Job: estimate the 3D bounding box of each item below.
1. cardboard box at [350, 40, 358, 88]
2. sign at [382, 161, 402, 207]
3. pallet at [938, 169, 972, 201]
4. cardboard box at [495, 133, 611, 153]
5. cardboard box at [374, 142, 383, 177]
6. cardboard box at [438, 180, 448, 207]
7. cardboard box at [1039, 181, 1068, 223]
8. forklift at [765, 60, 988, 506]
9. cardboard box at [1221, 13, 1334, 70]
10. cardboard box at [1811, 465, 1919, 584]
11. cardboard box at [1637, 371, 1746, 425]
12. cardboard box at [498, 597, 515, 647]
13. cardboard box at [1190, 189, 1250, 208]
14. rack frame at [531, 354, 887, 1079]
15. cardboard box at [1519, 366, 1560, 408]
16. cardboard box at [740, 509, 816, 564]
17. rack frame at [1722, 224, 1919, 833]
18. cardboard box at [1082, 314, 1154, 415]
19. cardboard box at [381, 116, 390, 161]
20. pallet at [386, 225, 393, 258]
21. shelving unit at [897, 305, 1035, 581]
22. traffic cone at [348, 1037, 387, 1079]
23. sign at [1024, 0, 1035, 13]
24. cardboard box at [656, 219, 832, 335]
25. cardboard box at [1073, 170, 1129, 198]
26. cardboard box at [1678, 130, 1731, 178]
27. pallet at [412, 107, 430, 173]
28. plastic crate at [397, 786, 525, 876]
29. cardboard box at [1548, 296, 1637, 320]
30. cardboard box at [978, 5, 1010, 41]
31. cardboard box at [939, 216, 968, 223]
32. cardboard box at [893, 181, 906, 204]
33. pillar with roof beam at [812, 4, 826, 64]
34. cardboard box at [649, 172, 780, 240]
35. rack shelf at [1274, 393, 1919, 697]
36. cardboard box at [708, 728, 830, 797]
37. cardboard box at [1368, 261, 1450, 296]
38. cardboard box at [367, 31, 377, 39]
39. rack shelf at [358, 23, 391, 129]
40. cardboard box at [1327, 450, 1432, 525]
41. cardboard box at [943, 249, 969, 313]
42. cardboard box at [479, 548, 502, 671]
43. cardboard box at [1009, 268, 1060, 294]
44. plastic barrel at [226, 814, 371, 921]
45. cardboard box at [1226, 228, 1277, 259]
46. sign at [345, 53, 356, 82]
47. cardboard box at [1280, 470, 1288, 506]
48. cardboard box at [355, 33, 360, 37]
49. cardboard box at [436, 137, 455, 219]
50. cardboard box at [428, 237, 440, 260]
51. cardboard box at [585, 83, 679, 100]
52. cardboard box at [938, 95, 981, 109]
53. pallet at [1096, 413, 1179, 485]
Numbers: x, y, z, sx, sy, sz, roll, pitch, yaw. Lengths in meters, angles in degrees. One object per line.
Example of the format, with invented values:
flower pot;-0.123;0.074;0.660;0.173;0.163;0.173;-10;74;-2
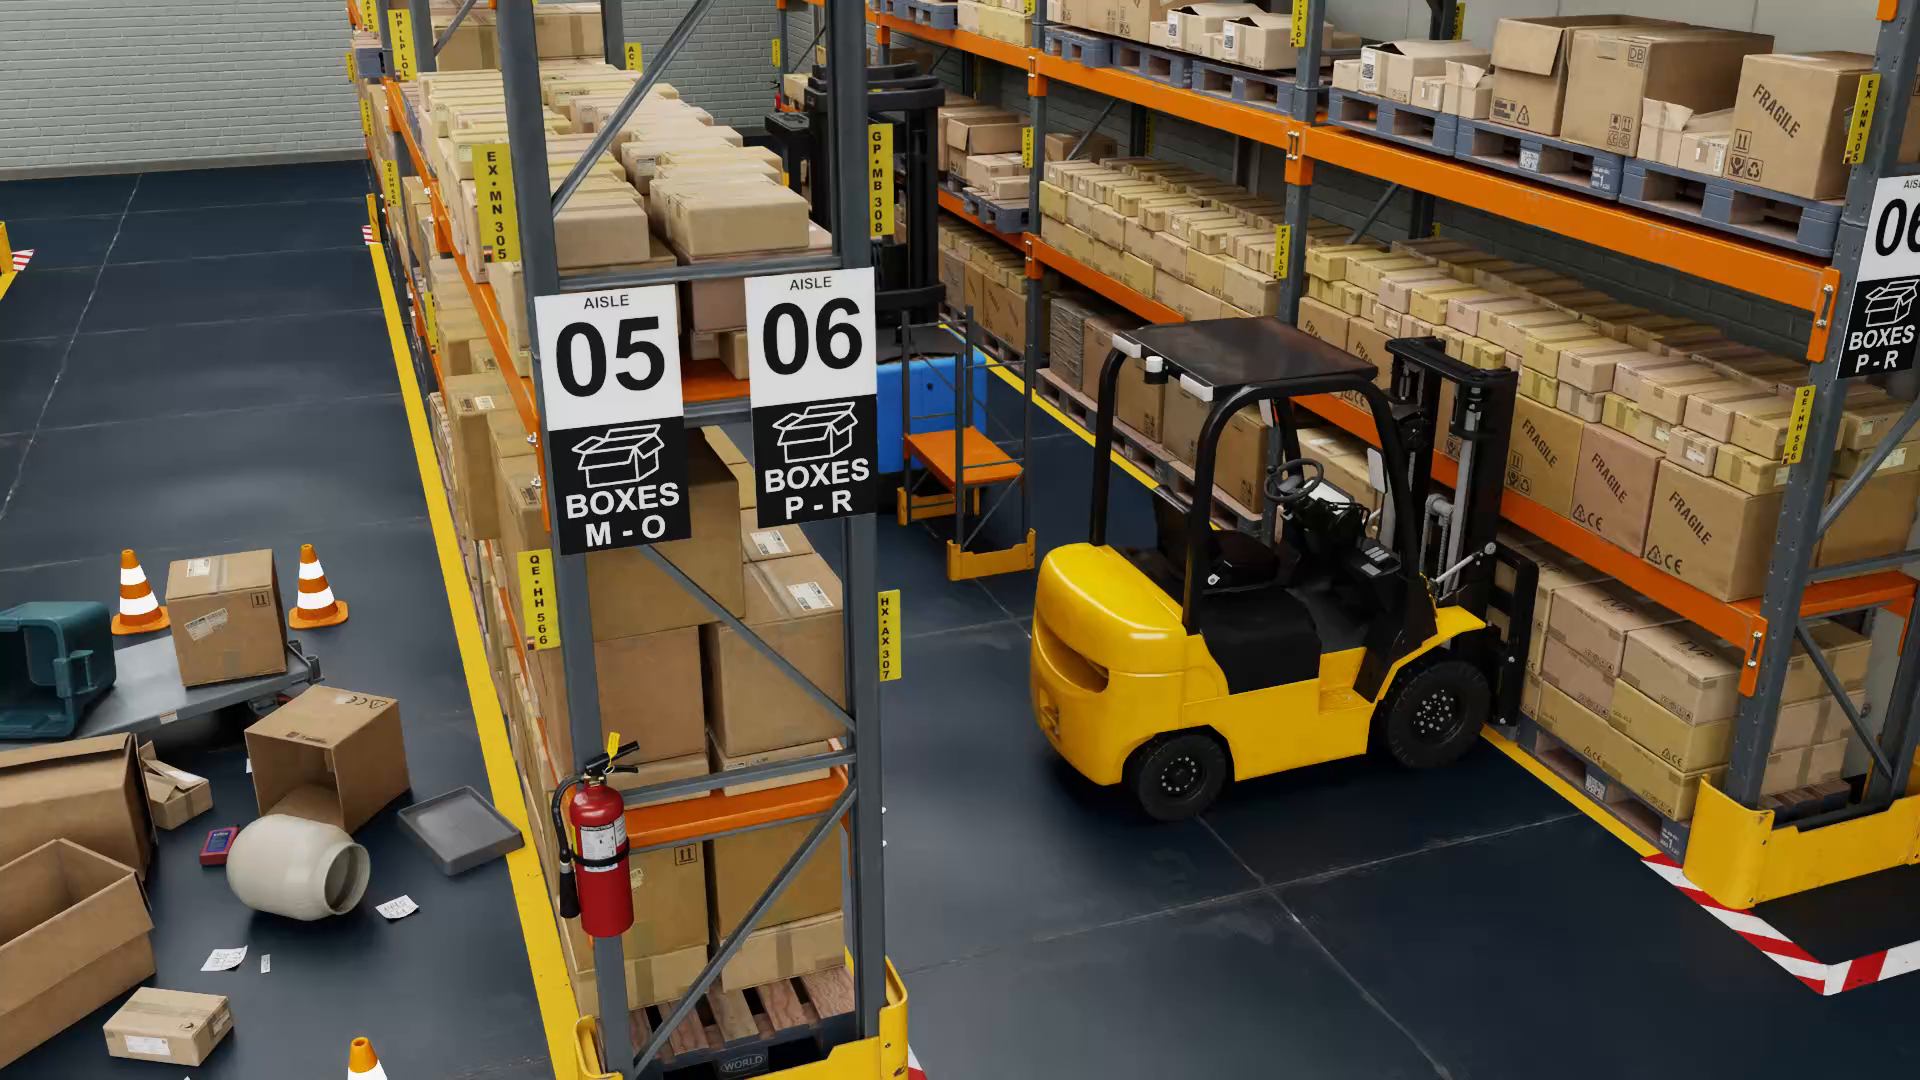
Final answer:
cardboard box;-6.502;-5.313;18.578;0.500;0.500;0.500;-9;24;-20
sign;-4.097;-2.569;11.993;0.100;0.325;0.005;-8;24;-19
pallet;0.372;-3.413;15.733;1.003;0.211;1.213;-8;24;-19
cardboard box;-1.500;-1.400;6.143;0.380;0.149;0.250;-9;24;-21
cardboard box;-5.101;-3.529;15.311;0.500;0.250;0.500;-9;24;-21
cardboard box;-2.248;-1.676;7.826;0.380;0.149;0.250;-8;24;-19
cardboard box;0.968;-2.759;13.482;0.500;0.250;0.500;-8;24;-19
forklift;-0.787;-2.113;12.490;1.130;2.935;3.031;-8;24;-19
cardboard box;1.992;-3.152;10.451;0.500;0.311;0.500;-9;25;-21
cardboard box;3.974;-0.153;7.622;0.500;0.500;0.500;-8;24;-17
cardboard box;3.332;-0.649;7.580;0.380;0.149;0.250;-8;24;-18
cardboard box;-1.941;0.358;7.737;0.380;0.149;0.250;-7;24;-16
cardboard box;1.928;-2.495;12.343;0.380;0.149;0.250;-8;24;-17
rack frame;-0.753;0.794;5.505;1.000;3.000;0.127;-8;24;-19
cardboard box;3.029;-0.784;8.284;0.380;0.149;0.250;-8;24;-19
cardboard box;-0.847;0.213;6.372;0.500;0.500;0.500;-8;24;-17
rack frame;3.889;0.111;7.124;1.000;3.000;0.127;-8;24;-19
cardboard box;1.509;-1.430;13.297;0.875;0.625;0.625;-8;24;-17
cardboard box;-4.365;-3.139;13.418;0.500;0.500;0.500;-8;24;-19
pallet;-6.050;-3.455;19.176;1.003;0.211;1.213;-8;24;-19
shelving unit;0.027;-0.663;10.893;0.587;1.500;1.083;-8;24;-19
traffic cone;-2.112;1.983;5.948;0.336;0.463;0.334;-8;24;-19
sign;0.555;-4.342;13.163;0.100;0.325;0.005;-8;24;-19
cardboard box;-0.681;-0.876;5.414;0.500;0.250;0.500;-9;24;-20
cardboard box;1.110;-2.798;13.062;0.380;0.149;0.250;-8;24;-18
cardboard box;3.312;-1.654;7.105;0.380;0.149;0.250;-9;24;-21
pallet;-2.285;-2.194;8.974;1.213;0.211;1.003;-8;24;-19
plastic crate;-2.379;1.369;7.900;0.402;0.080;0.583;-18;29;-37
cardboard box;3.354;-1.184;8.849;0.380;0.149;0.250;-8;24;-17
cardboard box;0.476;-4.444;14.264;0.500;0.250;0.500;-8;24;-19
cardboard box;-0.091;-3.143;16.688;0.380;0.149;0.250;-9;24;-20
cardboard box;-1.003;-3.816;19.119;0.700;0.500;0.500;-9;25;-21
pillar with roof beam;-5.900;-8.980;20.968;9.100;9.000;0.400;-8;24;-19
cardboard box;-0.792;-1.087;5.401;0.380;0.149;0.250;-8;24;-19
rack shelf;3.183;-0.284;8.988;1.077;0.370;4.000;-8;24;-19
cardboard box;-0.679;0.758;5.914;0.380;0.149;0.250;-8;24;-19
cardboard box;2.587;-1.494;9.585;0.380;0.149;0.250;-9;24;-20
cardboard box;-4.107;-4.069;12.510;0.700;0.500;0.500;-10;25;-22
rack shelf;-4.286;-3.891;13.683;1.077;0.370;4.000;-8;24;-19
cardboard box;2.525;-0.323;9.867;0.500;0.250;0.500;-8;24;-19
cardboard box;0.157;-2.521;16.046;0.500;0.500;0.500;-9;25;-21
cardboard box;-2.210;0.320;8.664;0.500;0.500;0.500;-7;24;-16
cardboard box;0.652;-2.281;14.642;0.380;0.149;0.250;-10;25;-22
plastic barrel;-2.899;1.438;7.293;0.512;0.421;0.421;8;24;18
cardboard box;2.002;-1.968;11.094;0.380;0.149;0.250;-8;24;-19
sign;-6.927;-5.381;18.939;0.100;0.325;0.005;-8;24;-19
cardboard box;2.358;-0.281;10.410;0.500;0.250;0.500;-8;24;-19
cardboard box;-6.285;-5.370;17.877;0.380;0.149;0.250;-9;25;-21
cardboard box;-1.911;-1.543;6.996;0.500;0.250;0.500;-8;24;-19
cardboard box;-2.897;-1.541;9.992;0.500;0.500;0.500;-7;24;-17
cardboard box;-1.464;-1.941;7.429;0.380;0.149;0.250;-8;24;-17
cardboard box;-0.205;-4.094;16.432;0.700;0.500;0.500;-8;24;-18
pallet;1.745;-0.764;12.790;1.003;0.211;1.213;-8;24;-19
